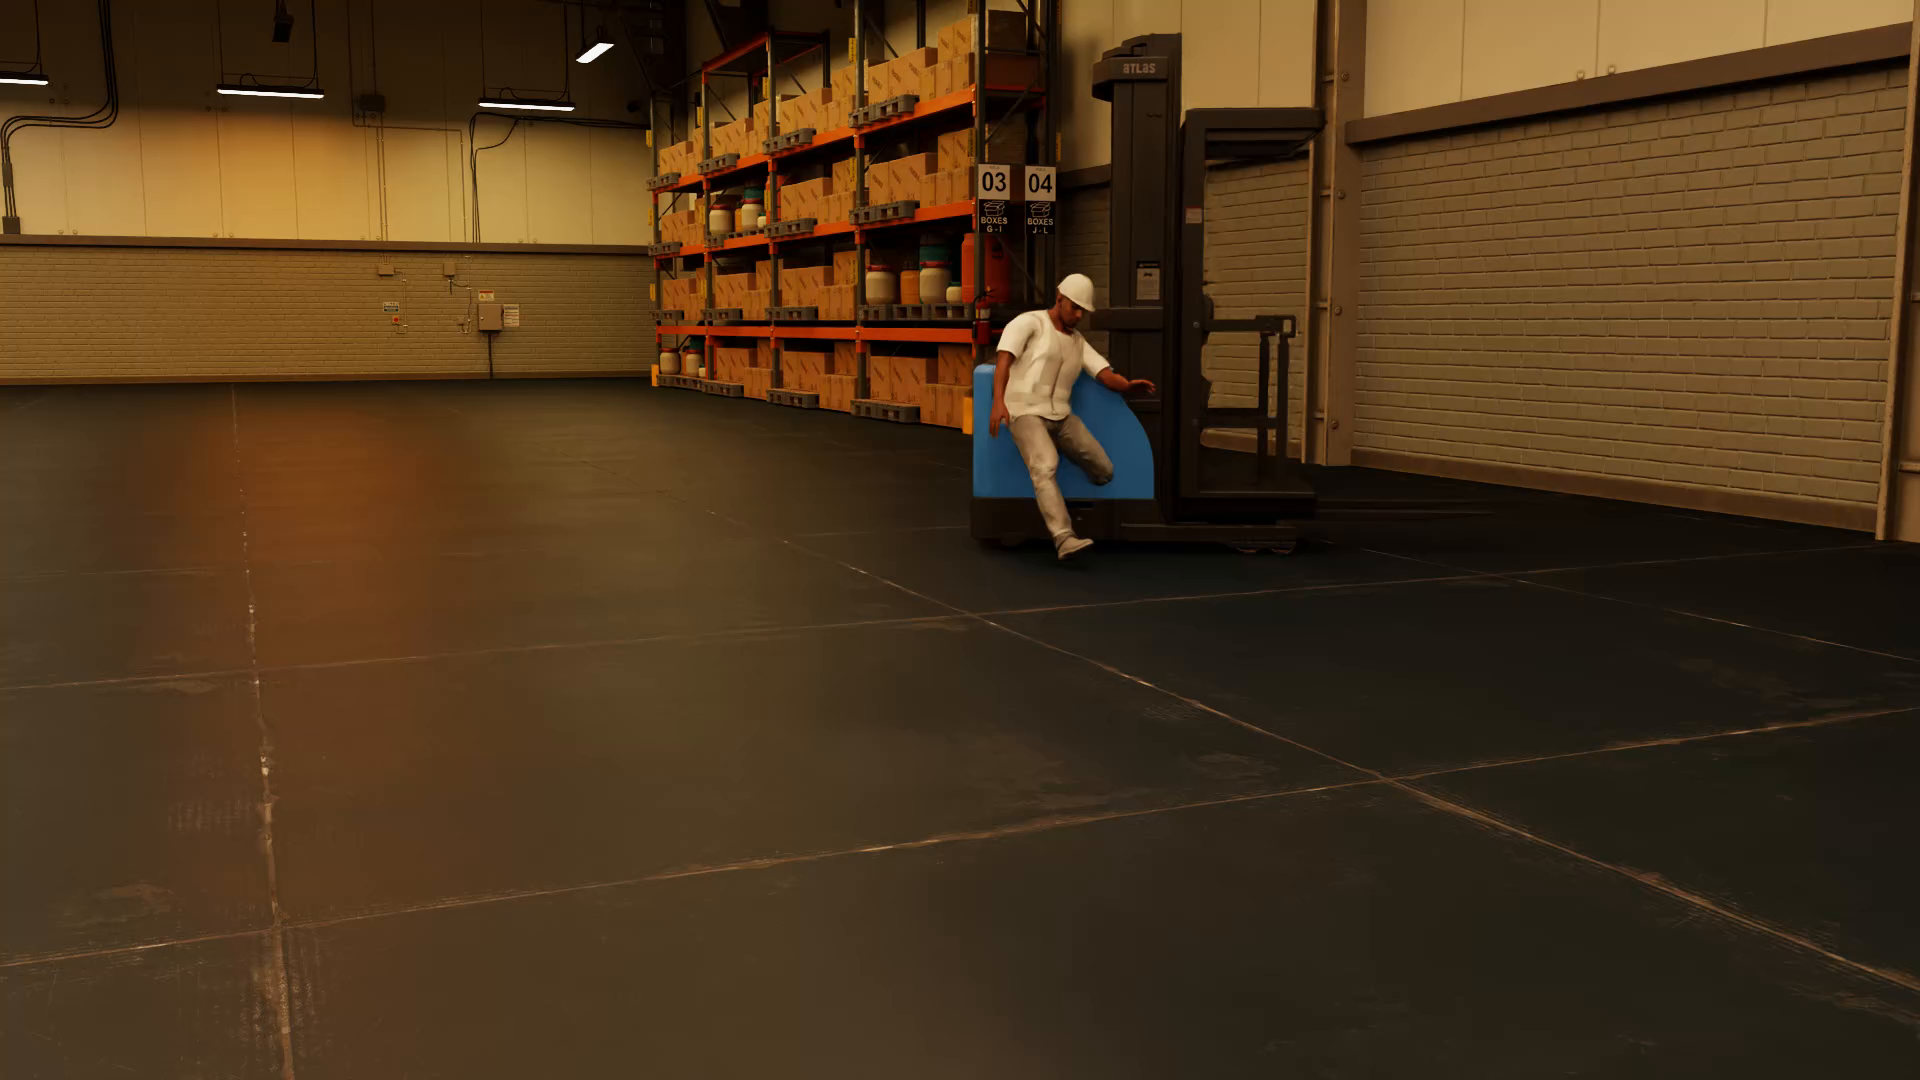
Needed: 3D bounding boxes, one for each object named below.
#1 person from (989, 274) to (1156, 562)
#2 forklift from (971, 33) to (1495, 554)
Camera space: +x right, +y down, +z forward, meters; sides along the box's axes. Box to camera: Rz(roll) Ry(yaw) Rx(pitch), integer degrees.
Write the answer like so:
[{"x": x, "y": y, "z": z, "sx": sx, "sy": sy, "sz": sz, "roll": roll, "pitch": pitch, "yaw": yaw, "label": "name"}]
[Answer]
[{"x": 0.677, "y": -0.705, "z": 9.299, "sx": 1.005, "sy": 1.561, "sz": 1.038, "roll": -5, "pitch": 9, "yaw": -35, "label": "person"}, {"x": 1.604, "y": -1.443, "z": 9.882, "sx": 3.031, "sy": 2.935, "sz": 1.130, "roll": 1, "pitch": 8, "yaw": 4, "label": "forklift"}]
